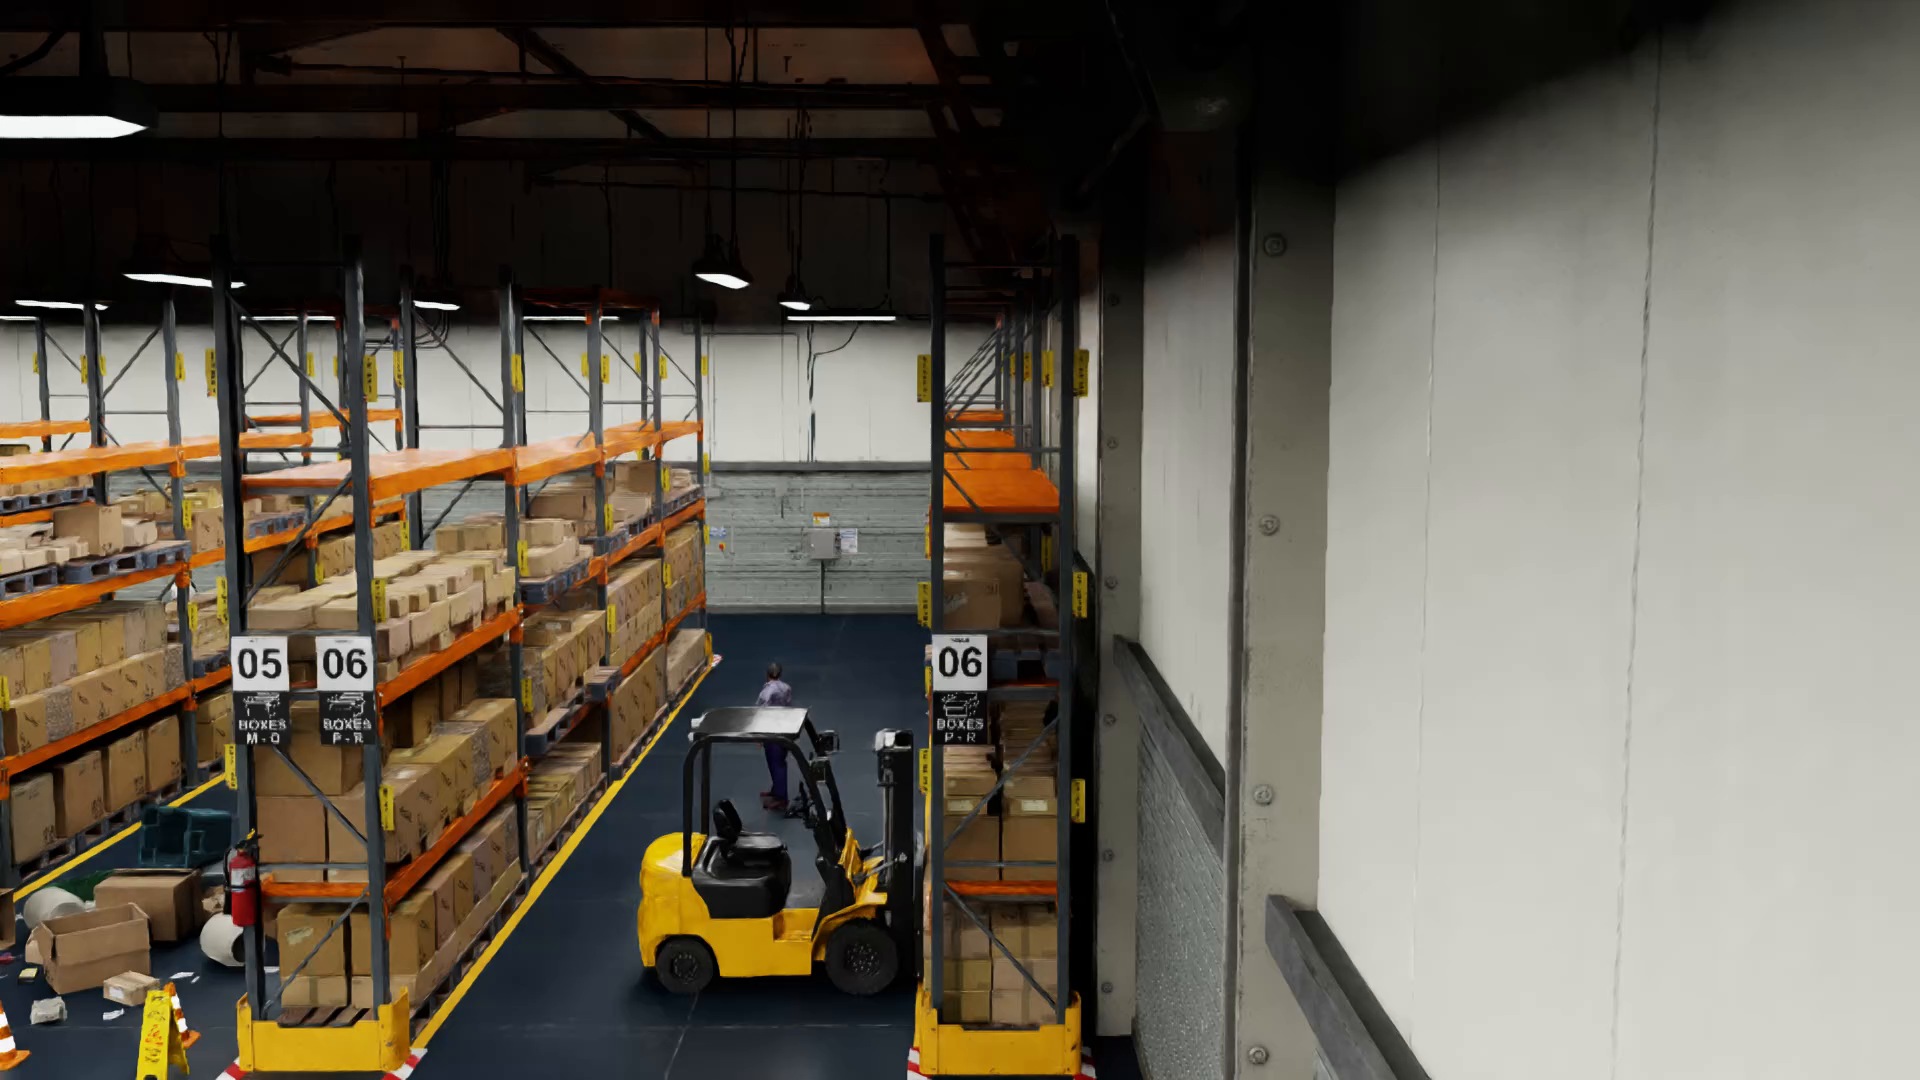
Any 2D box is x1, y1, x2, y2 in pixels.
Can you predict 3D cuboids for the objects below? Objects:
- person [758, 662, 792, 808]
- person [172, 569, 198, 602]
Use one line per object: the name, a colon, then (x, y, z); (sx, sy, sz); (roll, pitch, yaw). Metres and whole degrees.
person: (-2.154, 2.221, 19.201); (0.551, 1.639, 0.598); (3, 7, 27)
person: (-13.033, 1.239, 27.961); (0.415, 1.676, 0.572); (2, 7, 20)
